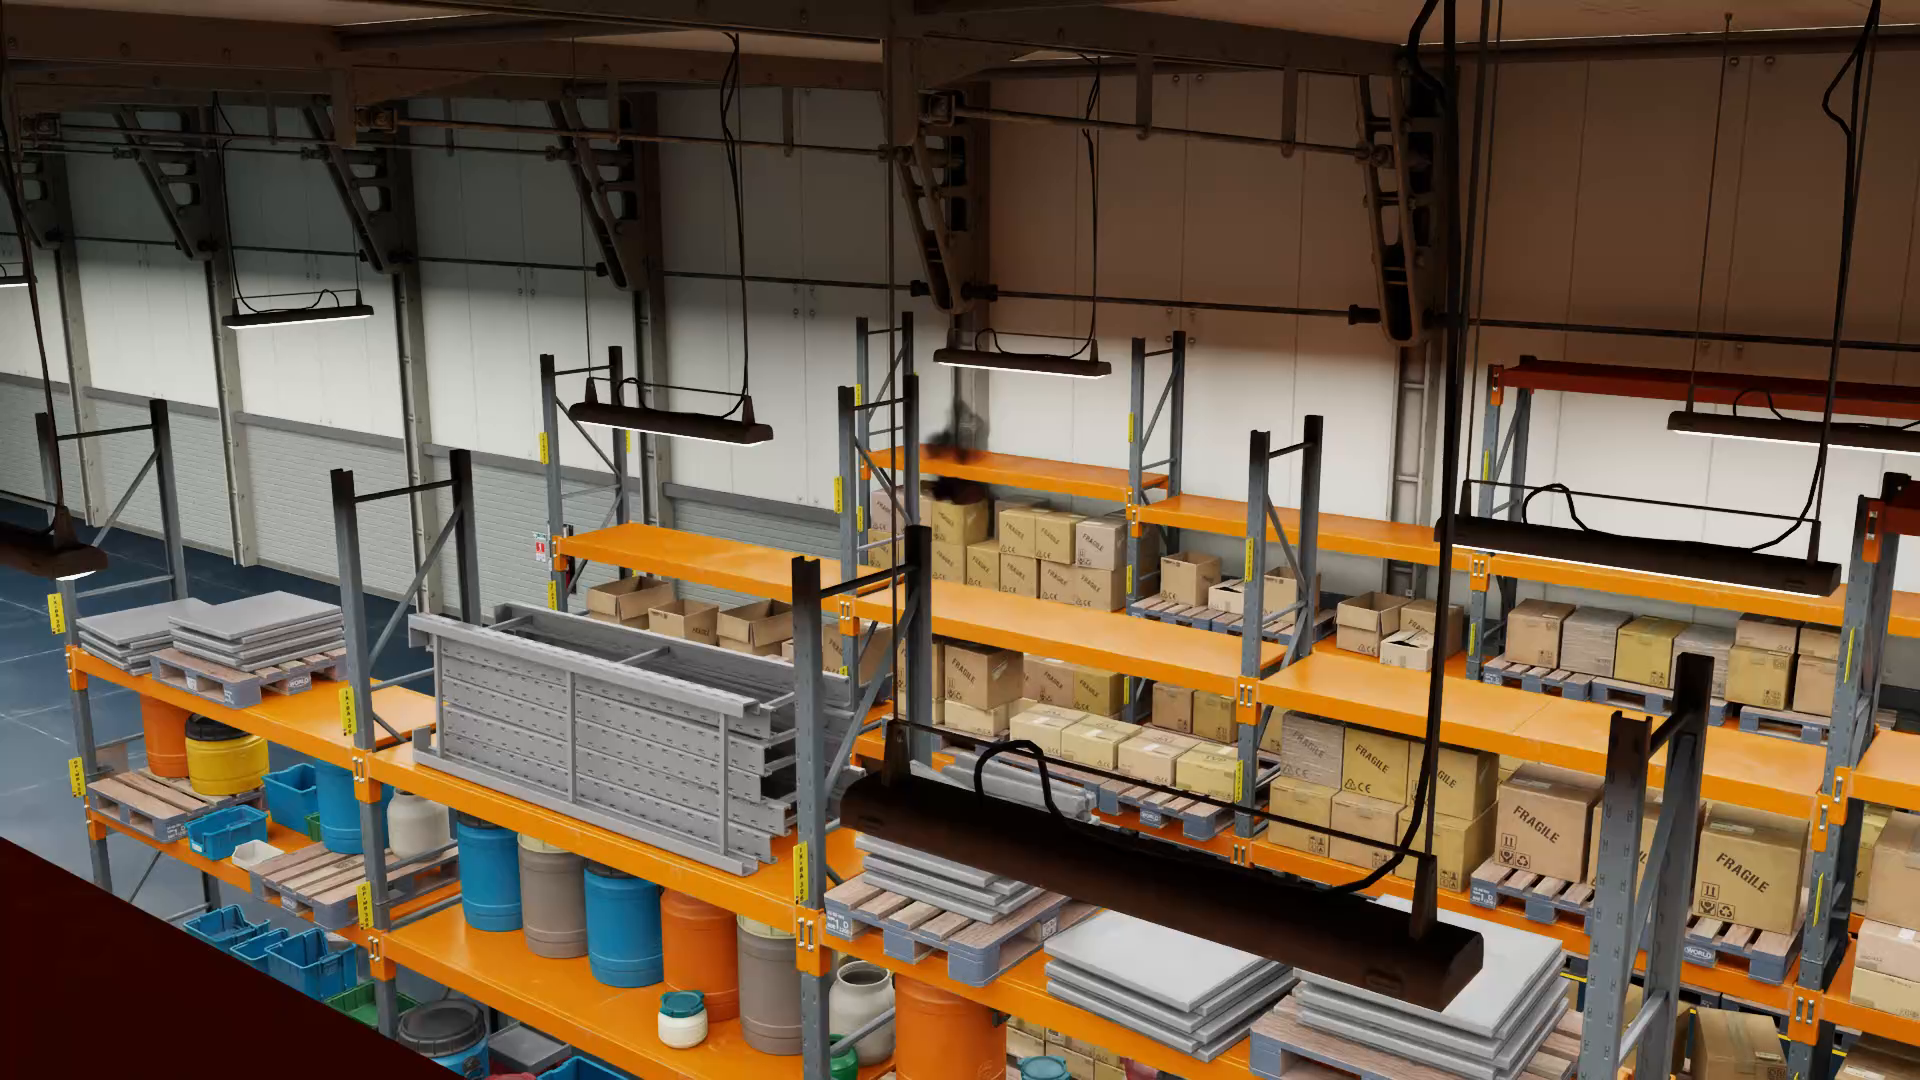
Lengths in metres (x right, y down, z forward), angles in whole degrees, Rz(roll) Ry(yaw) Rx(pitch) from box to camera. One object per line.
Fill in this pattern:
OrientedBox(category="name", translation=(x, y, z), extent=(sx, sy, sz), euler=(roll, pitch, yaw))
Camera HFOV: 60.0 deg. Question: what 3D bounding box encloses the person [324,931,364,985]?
OrientedBox(category="person", translation=(-5.708, 3.657, 15.520), extent=(0.920, 1.747, 0.687), euler=(7, 15, 29))
